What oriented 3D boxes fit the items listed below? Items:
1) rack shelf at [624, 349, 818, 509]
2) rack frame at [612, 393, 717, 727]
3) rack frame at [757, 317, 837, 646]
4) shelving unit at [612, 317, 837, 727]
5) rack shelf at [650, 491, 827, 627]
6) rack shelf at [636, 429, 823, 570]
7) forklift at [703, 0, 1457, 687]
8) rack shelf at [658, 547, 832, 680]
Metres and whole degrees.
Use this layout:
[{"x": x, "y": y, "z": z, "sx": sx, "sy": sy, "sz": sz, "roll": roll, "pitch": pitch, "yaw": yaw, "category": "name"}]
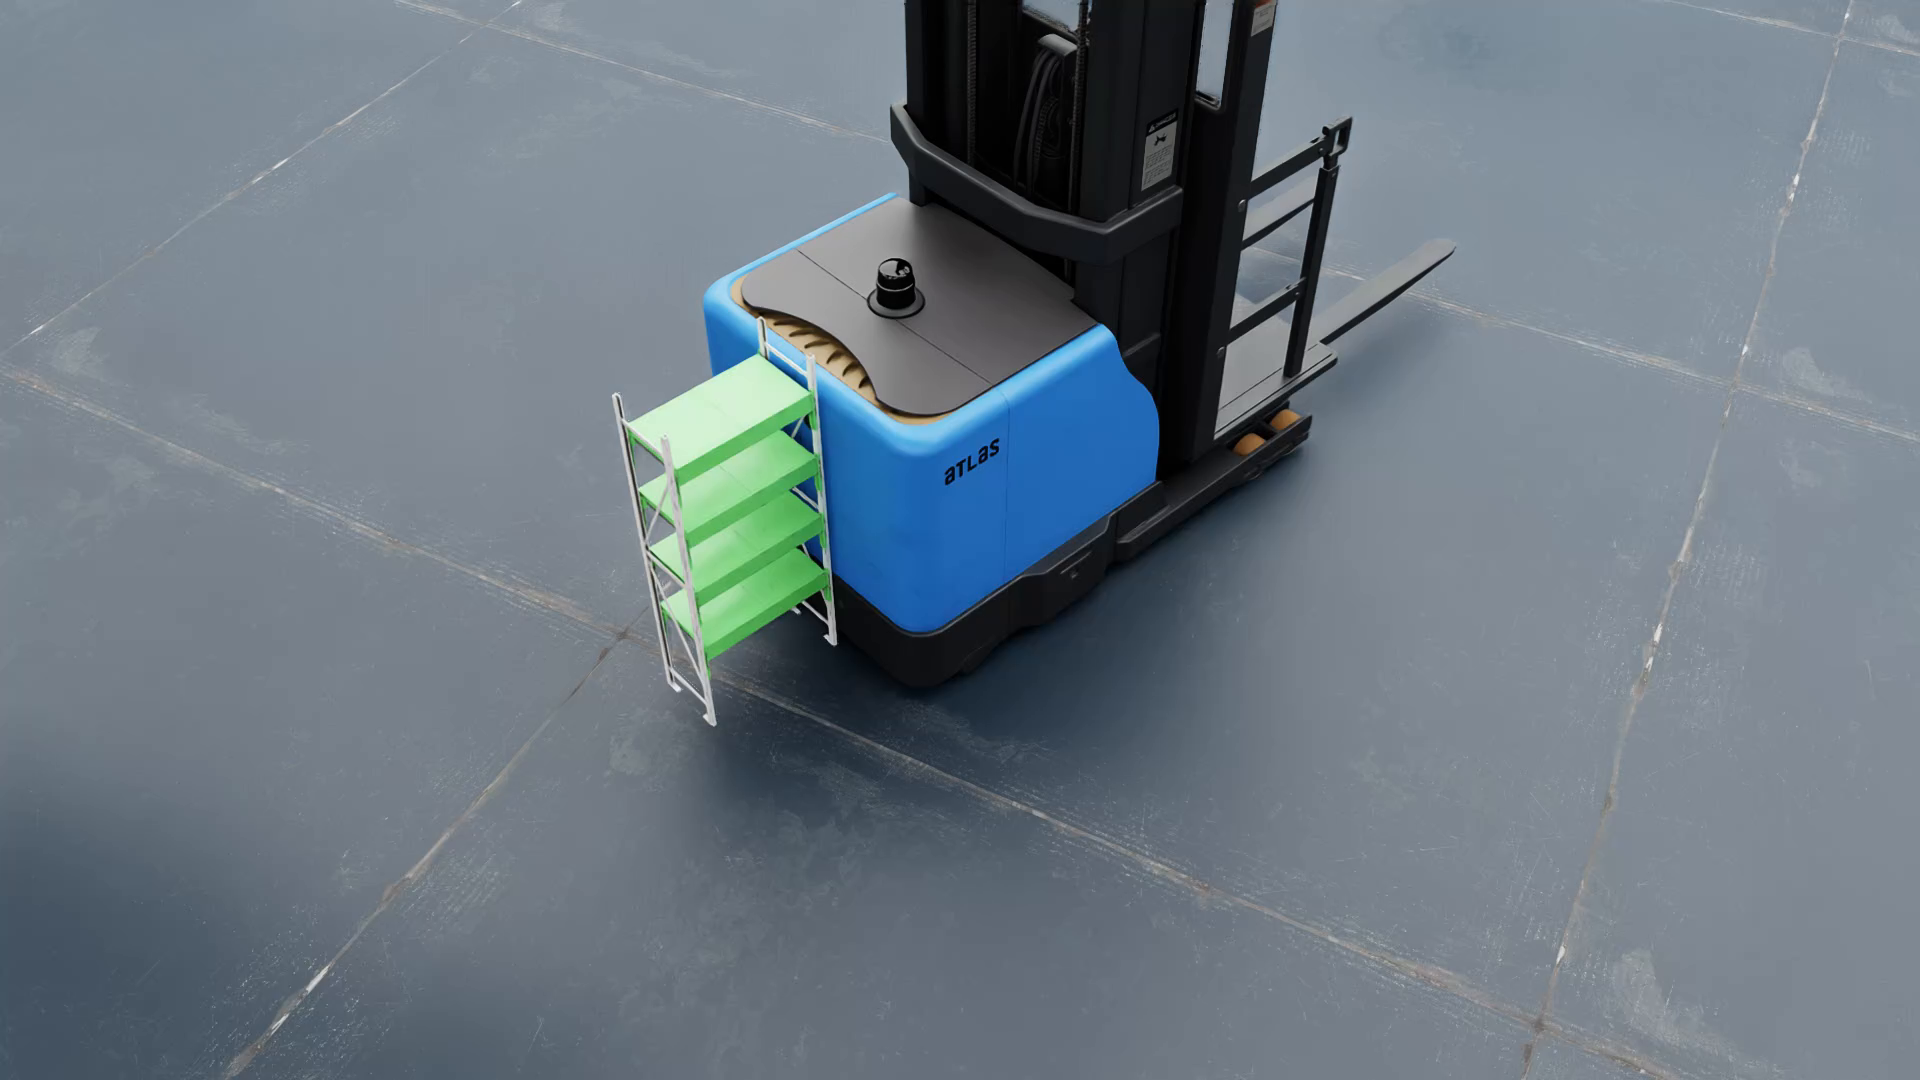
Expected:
[{"x": -0.665, "y": -0.316, "z": 4.633, "sx": 0.480, "sy": 0.148, "sz": 0.258, "roll": -33, "pitch": 54, "yaw": -28, "category": "rack shelf"}, {"x": -0.844, "y": 0.094, "z": 4.813, "sx": 0.015, "sy": 1.200, "sz": 0.240, "roll": -33, "pitch": 54, "yaw": -28, "category": "rack frame"}, {"x": -0.486, "y": -0.141, "z": 5.046, "sx": 0.015, "sy": 1.200, "sz": 0.240, "roll": -33, "pitch": 54, "yaw": -28, "category": "rack frame"}, {"x": -0.665, "y": -0.023, "z": 4.929, "sx": 0.503, "sy": 1.200, "sz": 0.258, "roll": -33, "pitch": 54, "yaw": -28, "category": "shelving unit"}, {"x": -0.665, "y": 0.022, "z": 4.975, "sx": 0.480, "sy": 0.148, "sz": 0.258, "roll": -33, "pitch": 54, "yaw": -28, "category": "rack shelf"}, {"x": -0.665, "y": -0.147, "z": 4.804, "sx": 0.480, "sy": 0.148, "sz": 0.258, "roll": -33, "pitch": 54, "yaw": -28, "category": "rack shelf"}, {"x": 0.633, "y": -1.492, "z": 5.164, "sx": 3.031, "sy": 2.935, "sz": 1.130, "roll": -33, "pitch": 54, "yaw": -28, "category": "forklift"}, {"x": -0.665, "y": 0.190, "z": 5.146, "sx": 0.480, "sy": 0.148, "sz": 0.258, "roll": -33, "pitch": 54, "yaw": -28, "category": "rack shelf"}]
